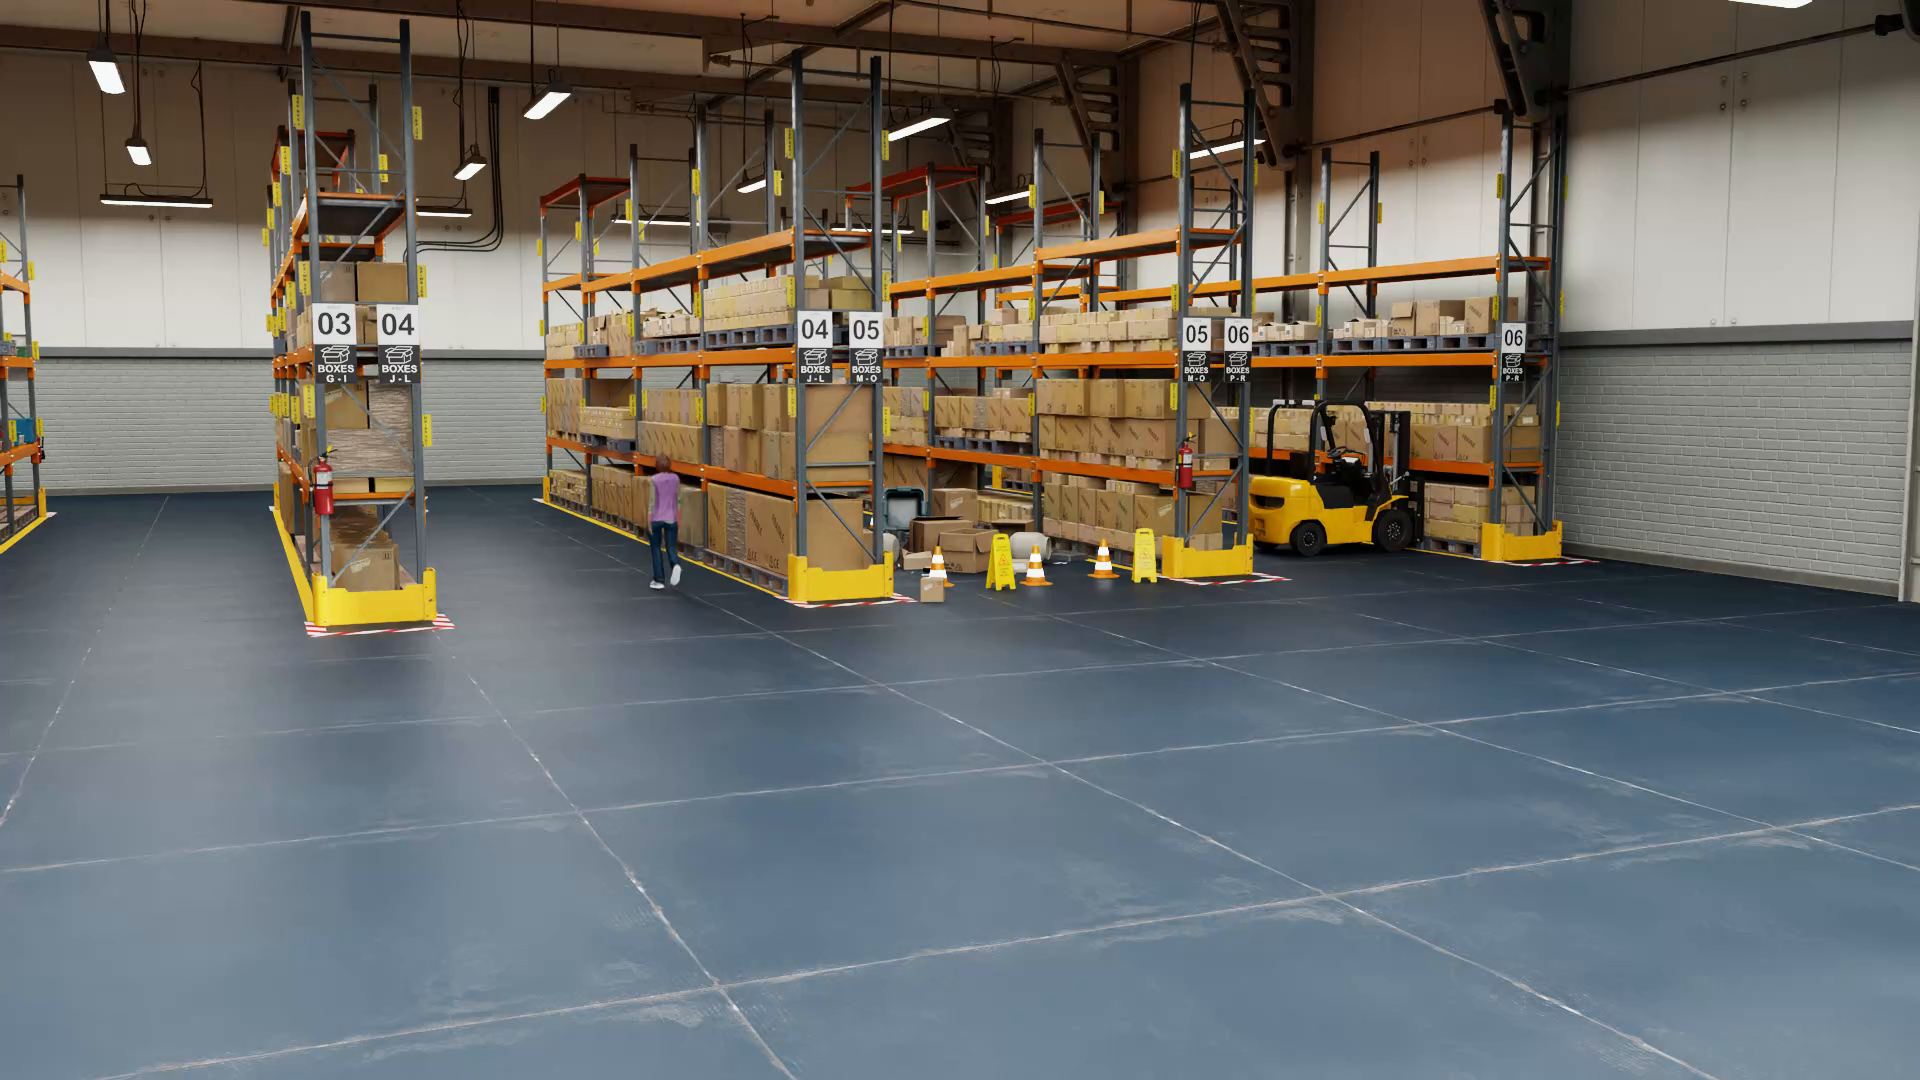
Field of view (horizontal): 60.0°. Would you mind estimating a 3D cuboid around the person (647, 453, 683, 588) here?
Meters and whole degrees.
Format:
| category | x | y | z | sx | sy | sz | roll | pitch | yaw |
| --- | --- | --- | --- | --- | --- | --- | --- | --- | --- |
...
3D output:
| category | x | y | z | sx | sy | sz | roll | pitch | yaw |
| --- | --- | --- | --- | --- | --- | --- | --- | --- | --- |
| person | -3.401 | -0.214 | 19.238 | 0.422 | 1.580 | 0.647 | -3 | 6 | -28 |
